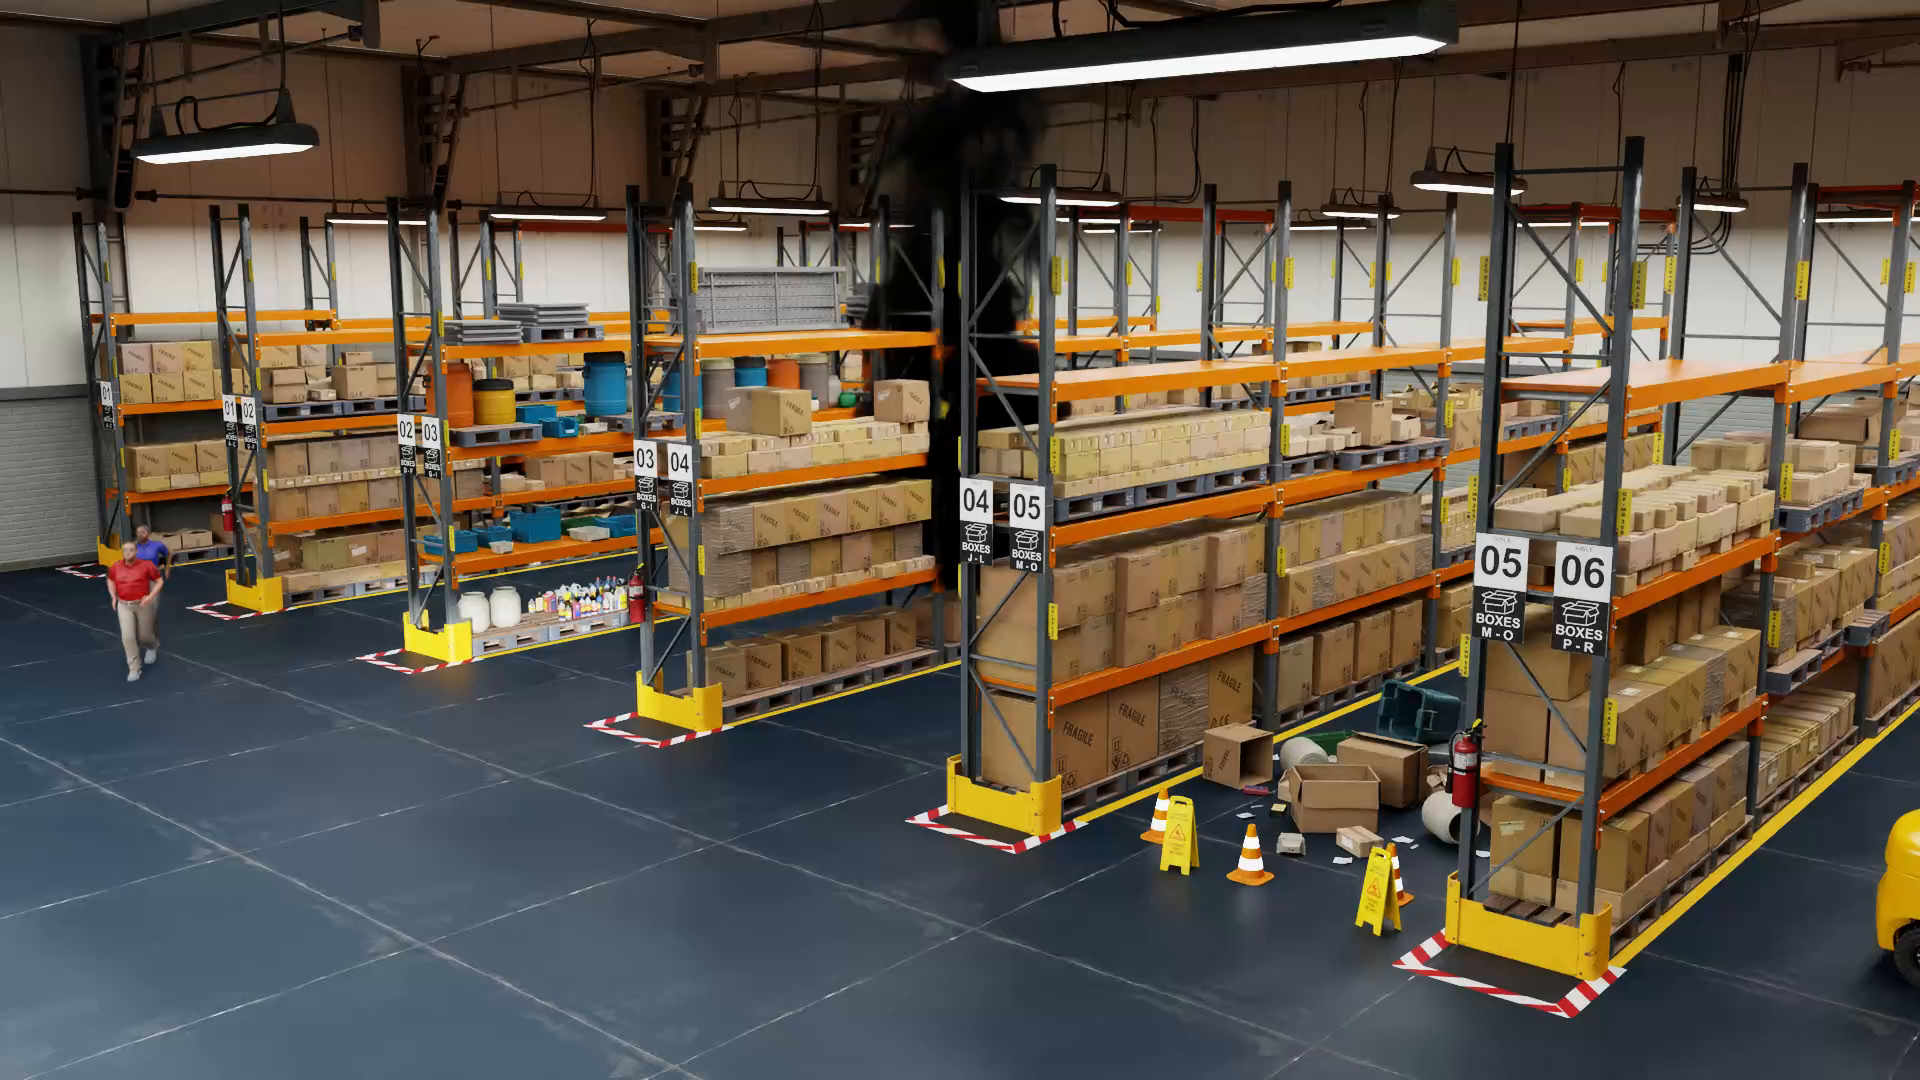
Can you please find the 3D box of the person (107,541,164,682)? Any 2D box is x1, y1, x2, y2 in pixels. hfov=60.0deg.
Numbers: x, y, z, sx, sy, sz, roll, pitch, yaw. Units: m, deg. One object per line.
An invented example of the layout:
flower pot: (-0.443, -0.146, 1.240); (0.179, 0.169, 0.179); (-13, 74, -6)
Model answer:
person: (-10.419, 0.860, 21.042); (0.675, 1.730, 0.868); (-3, 10, -16)

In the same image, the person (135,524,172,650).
person: (-11.073, 0.607, 22.715); (0.588, 1.659, 0.931); (-3, 10, -19)

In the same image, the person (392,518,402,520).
person: (-9.662, -0.463, 28.724); (0.678, 1.747, 0.992); (8, 12, 40)
